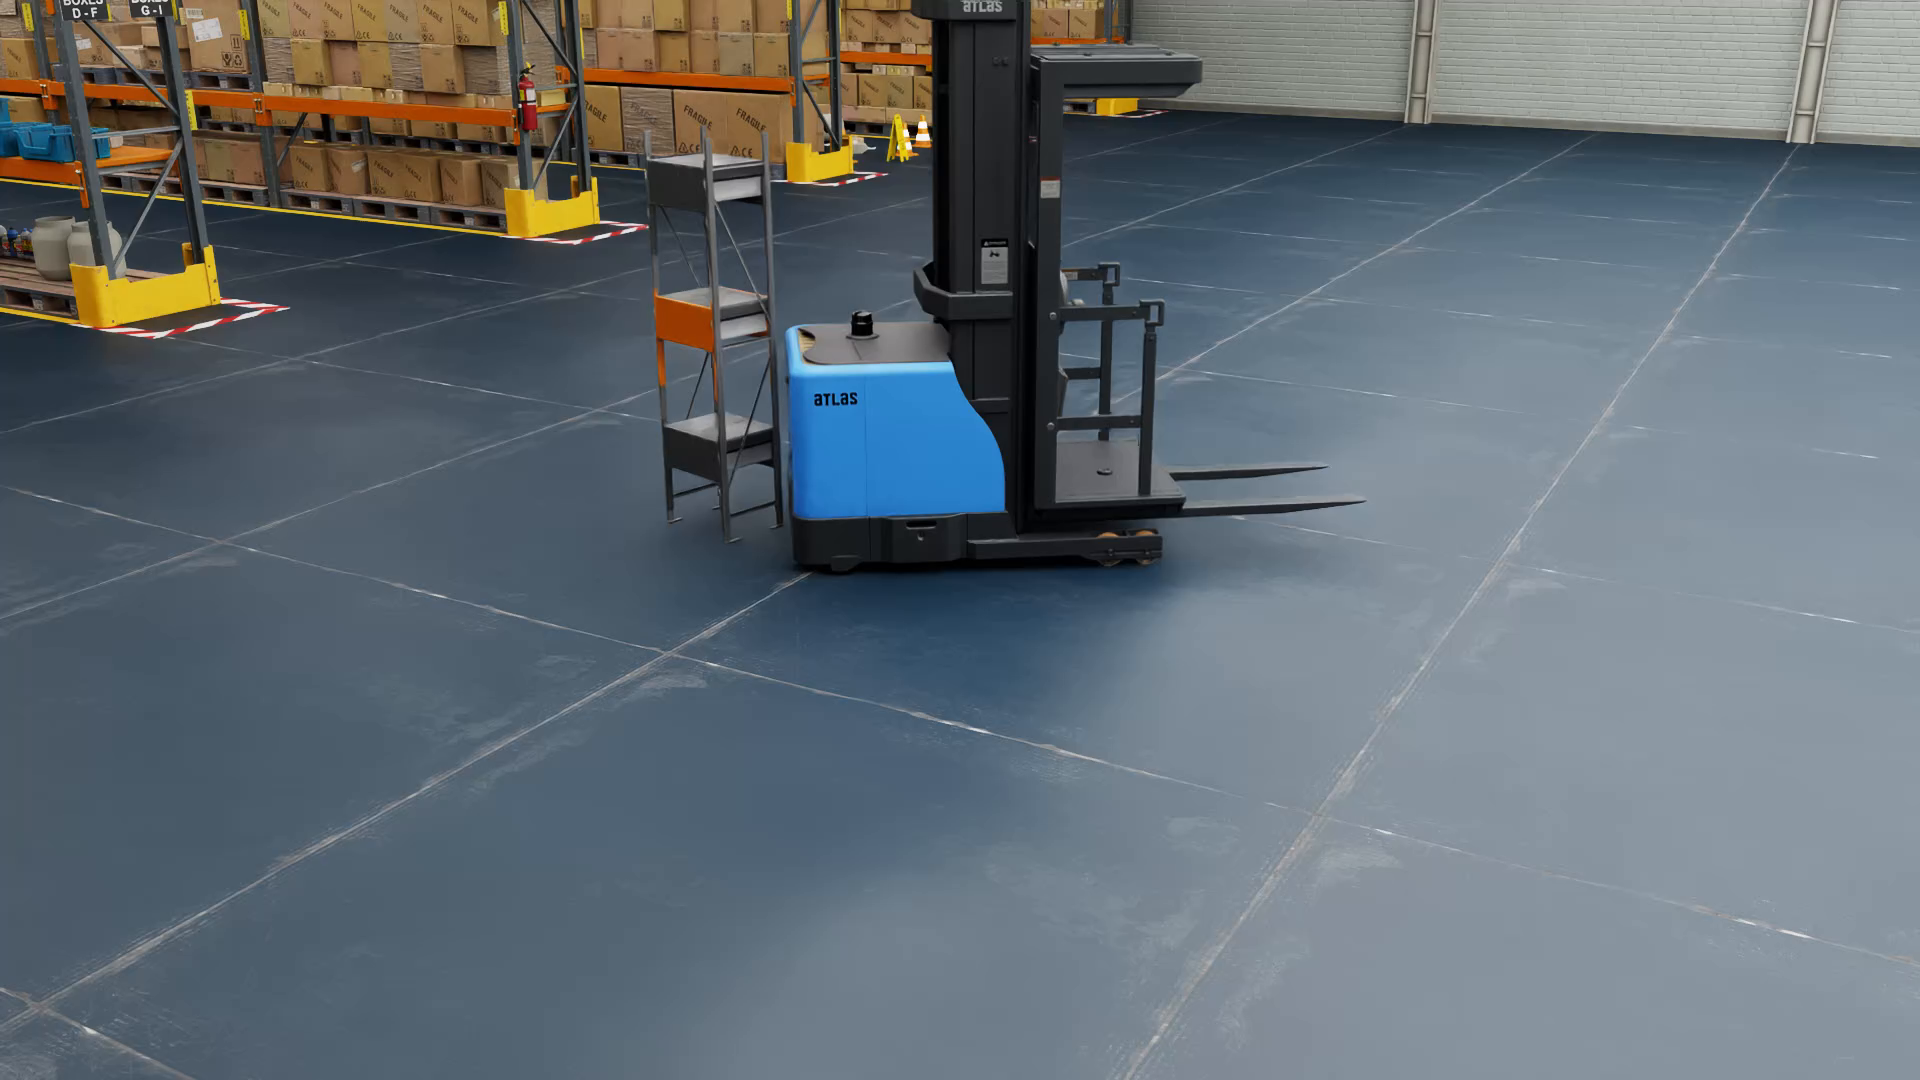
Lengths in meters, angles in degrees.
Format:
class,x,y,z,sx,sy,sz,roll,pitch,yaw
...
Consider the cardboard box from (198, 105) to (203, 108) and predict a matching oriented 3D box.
class,x,y,z,sx,sy,sz,roll,pitch,yaw
cardboard box,-12.794,-7.235,27.541,0.250,0.149,0.380,11,23,28

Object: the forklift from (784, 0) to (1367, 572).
class,x,y,z,sx,sy,sz,roll,pitch,yaw
forklift,0.608,-1.424,8.492,3.031,2.935,1.130,-3,20,-7

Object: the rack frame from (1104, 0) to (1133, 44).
class,x,y,z,sx,sy,sz,roll,pitch,yaw
rack frame,2.856,-9.253,29.976,0.127,3.000,1.000,11,23,27

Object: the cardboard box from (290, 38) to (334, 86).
class,x,y,z,sx,sy,sz,roll,pitch,yaw
cardboard box,-7.105,-5.490,19.018,0.500,0.500,0.875,11,23,27

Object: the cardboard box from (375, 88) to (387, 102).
class,x,y,z,sx,sy,sz,roll,pitch,yaw
cardboard box,-6.290,-4.973,18.545,0.250,0.149,0.380,11,23,27

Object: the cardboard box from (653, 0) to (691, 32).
class,x,y,z,sx,sy,sz,roll,pitch,yaw
cardboard box,-3.667,-7.183,22.465,0.500,0.550,0.875,11,23,27

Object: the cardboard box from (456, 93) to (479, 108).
class,x,y,z,sx,sy,sz,roll,pitch,yaw
cardboard box,-5.206,-4.761,17.959,0.250,0.149,0.380,11,23,27

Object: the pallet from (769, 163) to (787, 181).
class,x,y,z,sx,sy,sz,roll,pitch,yaw
pallet,-2.624,-5.083,22.570,1.213,0.211,1.003,11,23,27

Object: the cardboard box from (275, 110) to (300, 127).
class,x,y,z,sx,sy,sz,roll,pitch,yaw
cardboard box,-10.495,-6.840,26.371,0.500,0.500,0.500,10,22,25

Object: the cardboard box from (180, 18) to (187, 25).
class,x,y,z,sx,sy,sz,roll,pitch,yaw
cardboard box,-12.244,-8.297,26.656,0.250,0.149,0.380,11,23,28

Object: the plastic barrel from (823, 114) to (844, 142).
class,x,y,z,sx,sy,sz,roll,pitch,yaw
plastic barrel,-2.104,-6.457,26.044,0.512,0.421,0.421,-7,21,-20

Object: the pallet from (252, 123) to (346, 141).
class,x,y,z,sx,sy,sz,roll,pitch,yaw
pallet,-10.614,-6.638,26.855,1.213,0.211,1.003,11,23,27

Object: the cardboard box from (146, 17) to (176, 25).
class,x,y,z,sx,sy,sz,roll,pitch,yaw
cardboard box,-12.924,-8.463,27.215,0.500,0.500,0.500,11,23,27

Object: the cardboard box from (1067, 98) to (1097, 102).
class,x,y,z,sx,sy,sz,roll,pitch,yaw
cardboard box,2.291,-8.142,30.329,0.500,0.250,0.500,11,23,28

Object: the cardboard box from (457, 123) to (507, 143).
class,x,y,z,sx,sy,sz,roll,pitch,yaw
cardboard box,-6.806,-6.328,24.594,0.750,0.750,1.050,11,23,27

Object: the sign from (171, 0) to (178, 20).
class,x,y,z,sx,sy,sz,roll,pitch,yaw
sign,-12.622,-8.524,26.697,0.005,0.325,0.100,11,23,27

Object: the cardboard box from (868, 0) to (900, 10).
class,x,y,z,sx,sy,sz,roll,pitch,yaw
cardboard box,-1.048,-8.593,26.105,0.500,0.500,0.700,10,22,27

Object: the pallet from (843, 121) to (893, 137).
class,x,y,z,sx,sy,sz,roll,pitch,yaw
pallet,-1.381,-6.826,27.373,1.213,0.211,1.003,11,23,27

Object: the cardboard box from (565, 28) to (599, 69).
class,x,y,z,sx,sy,sz,roll,pitch,yaw
cardboard box,-5.052,-6.963,23.441,0.550,0.550,0.875,11,23,27

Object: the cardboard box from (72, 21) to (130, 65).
class,x,y,z,sx,sy,sz,roll,pitch,yaw
cardboard box,-10.888,-6.322,21.132,0.500,0.500,0.500,8,21,21

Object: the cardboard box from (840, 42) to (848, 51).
class,x,y,z,sx,sy,sz,roll,pitch,yaw
cardboard box,-1.823,-7.959,26.775,0.250,0.149,0.380,11,23,28

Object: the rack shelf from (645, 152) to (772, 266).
class,x,y,z,sx,sy,sz,roll,pitch,yaw
rack shelf,-1.283,-1.715,8.502,0.480,0.518,0.431,18,26,40

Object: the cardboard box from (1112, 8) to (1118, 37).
class,x,y,z,sx,sy,sz,roll,pitch,yaw
cardboard box,2.558,-9.466,30.414,0.500,0.500,0.500,12,23,29

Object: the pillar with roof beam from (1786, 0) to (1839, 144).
class,x,y,z,sx,sy,sz,roll,pitch,yaw
pillar with roof beam,11.064,-9.181,20.977,0.400,9.000,9.100,11,23,27

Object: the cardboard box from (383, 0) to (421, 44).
class,x,y,z,sx,sy,sz,roll,pitch,yaw
cardboard box,-5.870,-5.665,18.034,0.500,0.500,0.500,11,23,27

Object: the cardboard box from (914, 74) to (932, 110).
class,x,y,z,sx,sy,sz,roll,pitch,yaw
cardboard box,-0.389,-7.088,26.323,0.500,0.500,0.500,11,23,28

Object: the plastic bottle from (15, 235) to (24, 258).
class,x,y,z,sx,sy,sz,roll,pitch,yaw
plastic bottle,-8.714,-2.726,15.440,0.097,0.201,0.097,0,20,0

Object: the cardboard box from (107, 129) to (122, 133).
class,x,y,z,sx,sy,sz,roll,pitch,yaw
cardboard box,-10.784,-5.082,21.496,0.500,0.500,0.700,10,22,24

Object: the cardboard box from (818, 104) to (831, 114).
class,x,y,z,sx,sy,sz,roll,pitch,yaw
cardboard box,-2.199,-7.081,27.404,0.500,0.250,0.500,12,23,30

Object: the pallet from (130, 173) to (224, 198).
class,x,y,z,sx,sy,sz,roll,pitch,yaw
pallet,-9.637,-4.511,20.991,1.213,0.211,1.003,11,23,27

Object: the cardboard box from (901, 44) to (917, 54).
class,x,y,z,sx,sy,sz,roll,pitch,yaw
cardboard box,-0.721,-7.747,26.193,0.250,0.149,0.380,11,23,28

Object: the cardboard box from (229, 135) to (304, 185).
class,x,y,z,sx,sy,sz,roll,pitch,yaw
cardboard box,-8.413,-4.630,20.252,0.500,0.500,0.700,9,22,23

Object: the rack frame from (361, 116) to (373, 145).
class,x,y,z,sx,sy,sz,roll,pitch,yaw
rack frame,-8.872,-7.615,25.460,0.127,3.000,1.000,11,23,27

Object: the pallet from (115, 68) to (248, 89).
class,x,y,z,sx,sy,sz,roll,pitch,yaw
pallet,-9.631,-5.748,20.594,1.213,0.211,1.003,11,23,27

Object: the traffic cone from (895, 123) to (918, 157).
class,x,y,z,sx,sy,sz,roll,pitch,yaw
traffic cone,-0.811,-5.883,24.405,0.334,0.463,0.336,11,23,27

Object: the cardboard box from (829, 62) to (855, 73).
class,x,y,z,sx,sy,sz,roll,pitch,yaw
cardboard box,-1.905,-7.657,26.939,0.250,0.149,0.380,12,23,30

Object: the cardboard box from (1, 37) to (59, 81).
class,x,y,z,sx,sy,sz,roll,pitch,yaw
cardboard box,-11.931,-6.211,21.441,0.500,0.500,0.500,12,23,29

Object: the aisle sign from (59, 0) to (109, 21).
class,x,y,z,sx,sy,sz,roll,pitch,yaw
aisle sign,-6.892,-4.472,12.983,0.004,0.787,0.394,11,23,27

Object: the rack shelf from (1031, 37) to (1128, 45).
class,x,y,z,sx,sy,sz,roll,pitch,yaw
rack shelf,1.110,-9.248,31.016,4.000,0.370,1.077,11,23,27

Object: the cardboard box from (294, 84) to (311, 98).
class,x,y,z,sx,sy,sz,roll,pitch,yaw
cardboard box,-7.402,-5.168,19.082,0.250,0.149,0.380,11,23,27

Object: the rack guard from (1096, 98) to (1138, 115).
class,x,y,z,sx,sy,sz,roll,pitch,yaw
rack guard,2.877,-8.074,30.391,0.348,0.500,1.175,11,23,27

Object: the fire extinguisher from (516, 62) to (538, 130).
class,x,y,z,sx,sy,sz,roll,pitch,yaw
fire extinguisher,-4.520,-4.632,17.350,0.183,0.674,0.296,11,23,27

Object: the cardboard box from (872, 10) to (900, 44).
class,x,y,z,sx,sy,sz,roll,pitch,yaw
cardboard box,-1.040,-8.139,26.321,0.500,0.500,0.500,11,23,27

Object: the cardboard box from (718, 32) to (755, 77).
class,x,y,z,sx,sy,sz,roll,pitch,yaw
cardboard box,-2.725,-6.488,22.133,0.550,0.550,0.875,11,23,27

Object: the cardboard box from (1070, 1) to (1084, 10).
class,x,y,z,sx,sy,sz,roll,pitch,yaw
cardboard box,2.179,-9.613,29.870,0.250,0.149,0.380,11,23,28

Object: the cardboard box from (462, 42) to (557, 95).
class,x,y,z,sx,sy,sz,roll,pitch,yaw
cardboard box,-4.862,-5.111,17.974,0.500,0.500,0.875,11,23,27

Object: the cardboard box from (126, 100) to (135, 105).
class,x,y,z,sx,sy,sz,roll,pitch,yaw
cardboard box,-13.906,-7.474,28.199,0.250,0.149,0.380,10,22,25

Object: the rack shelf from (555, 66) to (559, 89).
class,x,y,z,sx,sy,sz,roll,pitch,yaw
rack shelf,-7.126,-6.944,24.665,4.000,0.370,1.077,11,23,27

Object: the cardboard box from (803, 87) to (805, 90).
class,x,y,z,sx,sy,sz,roll,pitch,yaw
cardboard box,-2.671,-7.519,27.512,0.500,0.500,0.500,12,23,30

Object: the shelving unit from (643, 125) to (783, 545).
class,x,y,z,sx,sy,sz,roll,pitch,yaw
shelving unit,-1.283,-1.070,8.736,0.503,2.100,0.431,18,26,40

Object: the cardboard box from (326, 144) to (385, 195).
class,x,y,z,sx,sy,sz,roll,pitch,yaw
cardboard box,-7.054,-4.341,19.483,0.500,0.500,0.500,-17,26,-39

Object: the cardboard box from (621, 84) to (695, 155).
class,x,y,z,sx,sy,sz,roll,pitch,yaw
cardboard box,-4.076,-5.874,23.160,0.875,0.875,0.875,11,23,28
